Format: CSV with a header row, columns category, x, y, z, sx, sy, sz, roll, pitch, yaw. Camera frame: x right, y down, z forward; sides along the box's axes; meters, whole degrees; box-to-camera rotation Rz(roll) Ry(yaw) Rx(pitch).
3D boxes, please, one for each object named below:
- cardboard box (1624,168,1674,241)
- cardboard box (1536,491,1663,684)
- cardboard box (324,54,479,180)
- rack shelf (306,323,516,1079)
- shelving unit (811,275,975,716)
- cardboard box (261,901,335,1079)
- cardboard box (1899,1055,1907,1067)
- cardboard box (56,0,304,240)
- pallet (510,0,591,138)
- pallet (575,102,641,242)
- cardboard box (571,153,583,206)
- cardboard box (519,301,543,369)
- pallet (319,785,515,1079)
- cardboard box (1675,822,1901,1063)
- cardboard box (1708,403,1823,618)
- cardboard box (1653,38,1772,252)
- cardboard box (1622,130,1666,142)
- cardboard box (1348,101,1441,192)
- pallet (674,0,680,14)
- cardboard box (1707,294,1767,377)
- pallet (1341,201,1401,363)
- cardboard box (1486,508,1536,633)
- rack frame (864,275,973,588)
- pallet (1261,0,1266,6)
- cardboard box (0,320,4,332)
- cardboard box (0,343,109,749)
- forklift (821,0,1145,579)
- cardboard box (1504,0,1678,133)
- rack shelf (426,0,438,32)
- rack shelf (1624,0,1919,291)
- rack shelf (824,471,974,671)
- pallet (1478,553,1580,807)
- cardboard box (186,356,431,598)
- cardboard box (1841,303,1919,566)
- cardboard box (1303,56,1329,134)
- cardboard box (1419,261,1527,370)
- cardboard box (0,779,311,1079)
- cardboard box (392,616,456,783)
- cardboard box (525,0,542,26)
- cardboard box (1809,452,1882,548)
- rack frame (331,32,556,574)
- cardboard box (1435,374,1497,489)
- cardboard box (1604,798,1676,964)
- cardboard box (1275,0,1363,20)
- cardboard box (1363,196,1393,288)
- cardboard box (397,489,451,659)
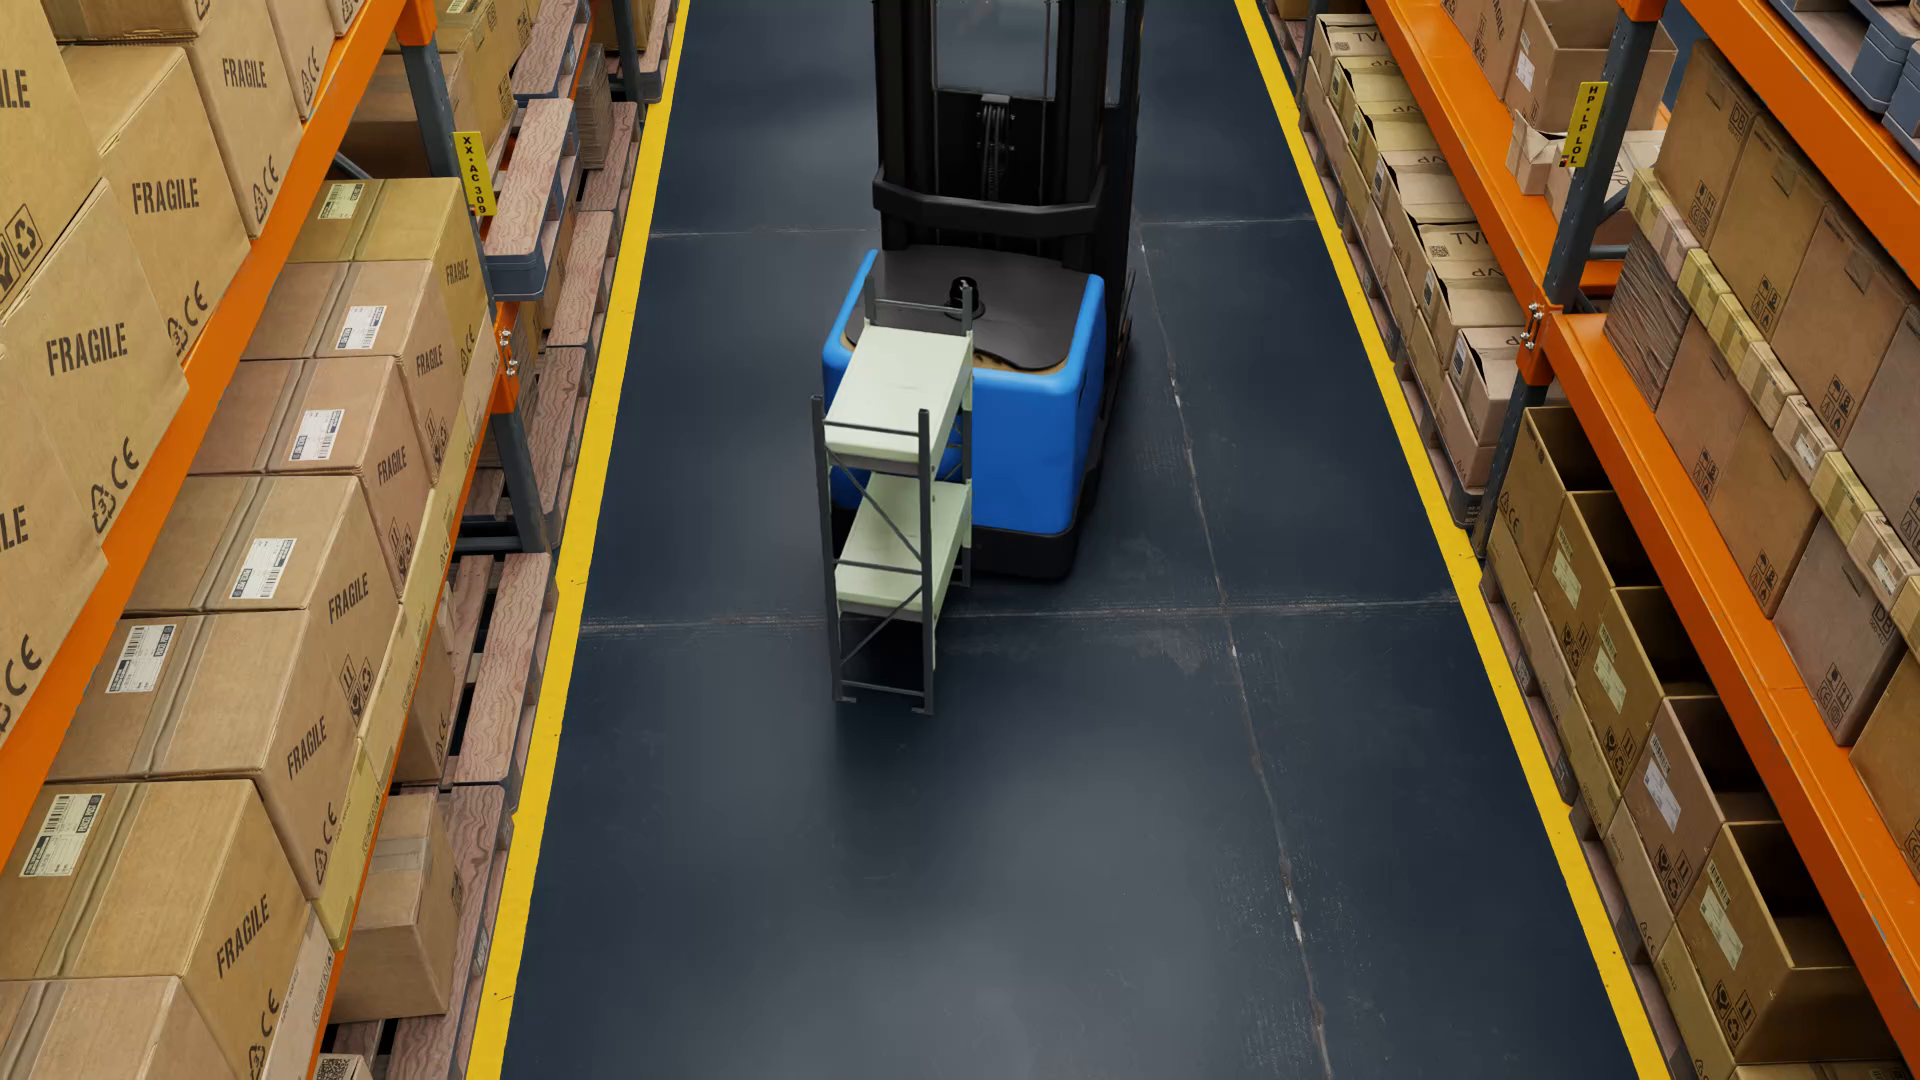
category,x,y,z,sx,sy,sz,roll,pitch,yaw
cardboard box,2.540,-1.163,5.745,0.380,0.149,0.250,-2,43,-2
cardboard box,2.459,0.168,6.016,0.500,0.500,0.500,-2,43,-2
cardboard box,-2.214,-1.473,6.237,0.700,0.500,0.500,-2,43,-2
rack shelf,-2.142,0.686,4.814,1.077,0.370,4.000,-2,43,-2
shelving unit,-0.226,-0.142,6.295,0.431,1.500,0.755,8,43,9
cardboard box,-1.796,1.131,3.893,0.500,0.250,0.500,-3,43,-3
cardboard box,3.046,1.442,5.181,0.500,0.250,0.500,-2,43,-2
cardboard box,-1.888,-1.030,3.846,0.500,0.500,0.500,-3,43,-3
pallet,-2.271,-2.224,7.598,1.003,0.211,1.213,-2,43,-2
pallet,-2.365,-2.074,9.356,1.003,0.211,1.213,-2,43,-2
cardboard box,-2.408,-2.034,8.774,0.700,0.500,0.500,-2,43,-2
cardboard box,-2.347,-1.014,7.660,0.700,0.500,0.500,-2,43,-3
pallet,-2.108,1.377,5.592,1.003,0.211,1.213,-2,43,-2
cardboard box,2.515,1.181,4.911,0.500,0.500,0.500,-2,43,-2
cardboard box,2.794,-0.117,5.083,0.700,0.500,0.500,-1,43,-1
cardboard box,2.748,-1.289,5.403,0.700,0.500,0.500,-1,43,-2
cardboard box,2.889,-1.585,6.945,0.380,0.149,0.250,-2,43,-2
cardboard box,2.332,-2.061,8.588,0.500,0.311,0.500,-3,43,-3
pallet,-2.403,-3.958,11.411,1.003,0.211,1.213,-2,43,-2
cardboard box,2.576,-0.642,5.177,0.380,0.149,0.250,-2,43,-2
pallet,2.597,-1.368,8.586,1.003,0.211,1.213,-2,43,-2
cardboard box,2.439,0.107,6.638,0.500,0.250,0.500,-2,43,-2
rack frame,-0.153,-0.384,6.559,0.400,1.500,0.023,8,43,9
pallet,2.510,-4.073,11.537,1.003,0.211,1.213,-2,43,-2
cardboard box,-1.801,-0.354,2.368,0.500,0.500,0.500,-2,43,-2
cardboard box,-1.808,0.025,2.694,0.500,0.500,0.500,1,43,1
forklift,0.241,-1.923,7.179,1.130,2.935,3.031,8,43,9
cardboard box,2.684,-1.985,7.122,0.500,0.500,0.500,1,43,1
rack shelf,-2.311,-3.120,6.746,1.077,0.370,4.000,-2,43,-2
rack shelf,2.807,-0.564,3.958,1.077,0.370,4.000,-2,43,-2
rack shelf,-0.226,0.099,6.515,0.431,0.370,0.720,8,43,9
pallet,2.714,0.492,6.557,1.003,0.211,1.213,-2,43,-2
cardboard box,-1.860,-0.170,4.757,0.500,0.500,0.500,-3,43,-3
cardboard box,2.812,-0.273,4.294,0.700,0.500,0.500,-2,43,-2
cardboard box,2.281,-2.553,9.540,0.500,0.250,0.500,-2,43,-2
cardboard box,2.391,-1.038,7.472,0.500,0.311,0.500,-1,43,-1
cardboard box,-1.788,0.878,3.614,0.500,0.500,0.500,-2,43,-2
cardboard box,-2.142,0.530,5.976,0.500,0.500,0.500,-5,43,-5
cardboard box,-2.291,-2.671,7.544,0.700,0.500,0.500,-2,43,-2
cardboard box,2.610,-0.117,4.604,0.380,0.149,0.250,-2,43,-2
rack frame,-2.227,-0.929,6.044,1.000,3.000,0.127,-2,43,-2
cardboard box,2.415,-0.487,7.285,0.500,0.250,0.500,-2,43,-2
cardboard box,2.499,1.120,5.533,0.500,0.250,0.500,-2,43,-2
cardboard box,2.278,-3.639,10.525,0.500,0.500,0.500,0,43,0
cardboard box,2.353,-1.517,8.409,0.500,0.250,0.500,-1,43,-1
cardboard box,-1.854,0.106,5.011,0.500,0.250,0.500,-2,43,-2
